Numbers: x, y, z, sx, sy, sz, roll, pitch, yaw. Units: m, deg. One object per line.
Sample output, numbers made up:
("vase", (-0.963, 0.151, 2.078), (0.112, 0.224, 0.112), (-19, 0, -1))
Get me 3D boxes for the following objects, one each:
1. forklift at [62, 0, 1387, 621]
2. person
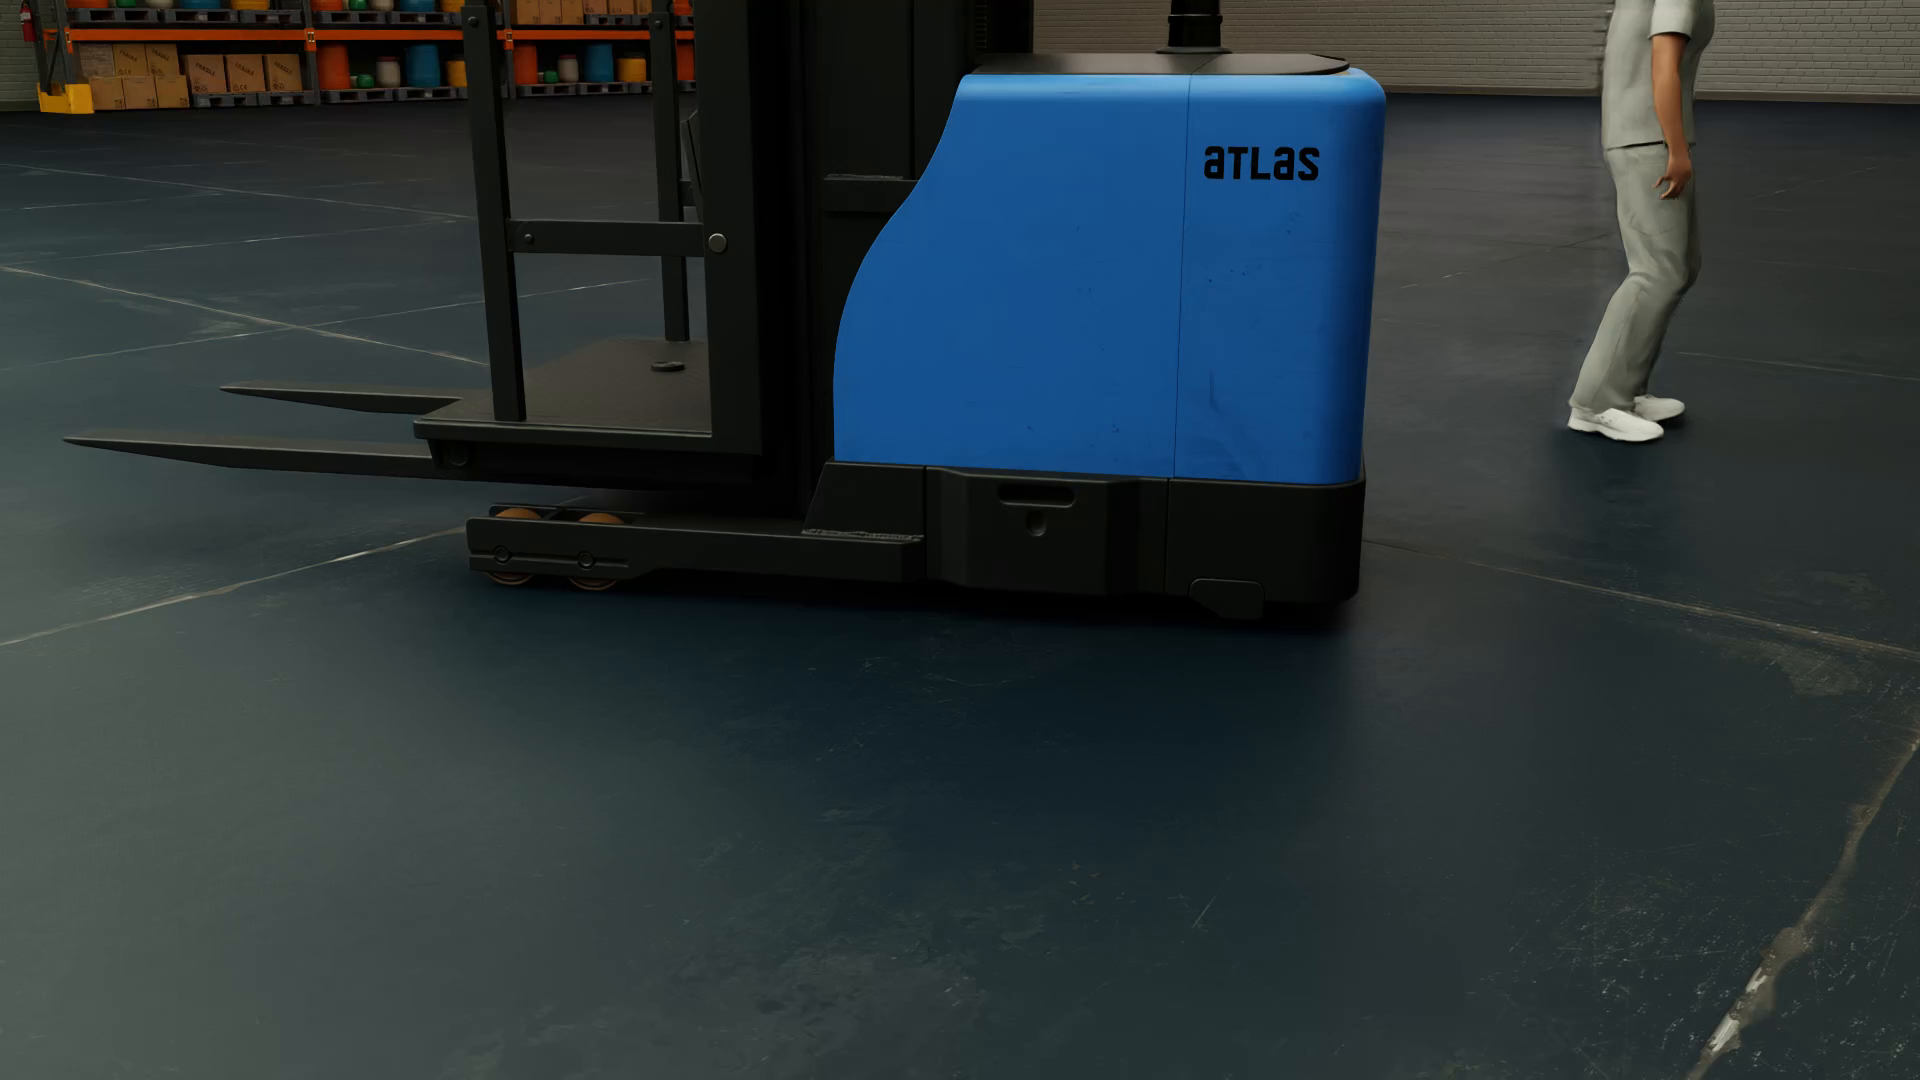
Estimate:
("forklift", (-0.598, -1.438, 3.633), (3.031, 2.935, 1.130), (3, 17, 11))
("person", (2.045, -1.147, 4.881), (0.361, 1.653, 0.579), (4, 17, 14))
